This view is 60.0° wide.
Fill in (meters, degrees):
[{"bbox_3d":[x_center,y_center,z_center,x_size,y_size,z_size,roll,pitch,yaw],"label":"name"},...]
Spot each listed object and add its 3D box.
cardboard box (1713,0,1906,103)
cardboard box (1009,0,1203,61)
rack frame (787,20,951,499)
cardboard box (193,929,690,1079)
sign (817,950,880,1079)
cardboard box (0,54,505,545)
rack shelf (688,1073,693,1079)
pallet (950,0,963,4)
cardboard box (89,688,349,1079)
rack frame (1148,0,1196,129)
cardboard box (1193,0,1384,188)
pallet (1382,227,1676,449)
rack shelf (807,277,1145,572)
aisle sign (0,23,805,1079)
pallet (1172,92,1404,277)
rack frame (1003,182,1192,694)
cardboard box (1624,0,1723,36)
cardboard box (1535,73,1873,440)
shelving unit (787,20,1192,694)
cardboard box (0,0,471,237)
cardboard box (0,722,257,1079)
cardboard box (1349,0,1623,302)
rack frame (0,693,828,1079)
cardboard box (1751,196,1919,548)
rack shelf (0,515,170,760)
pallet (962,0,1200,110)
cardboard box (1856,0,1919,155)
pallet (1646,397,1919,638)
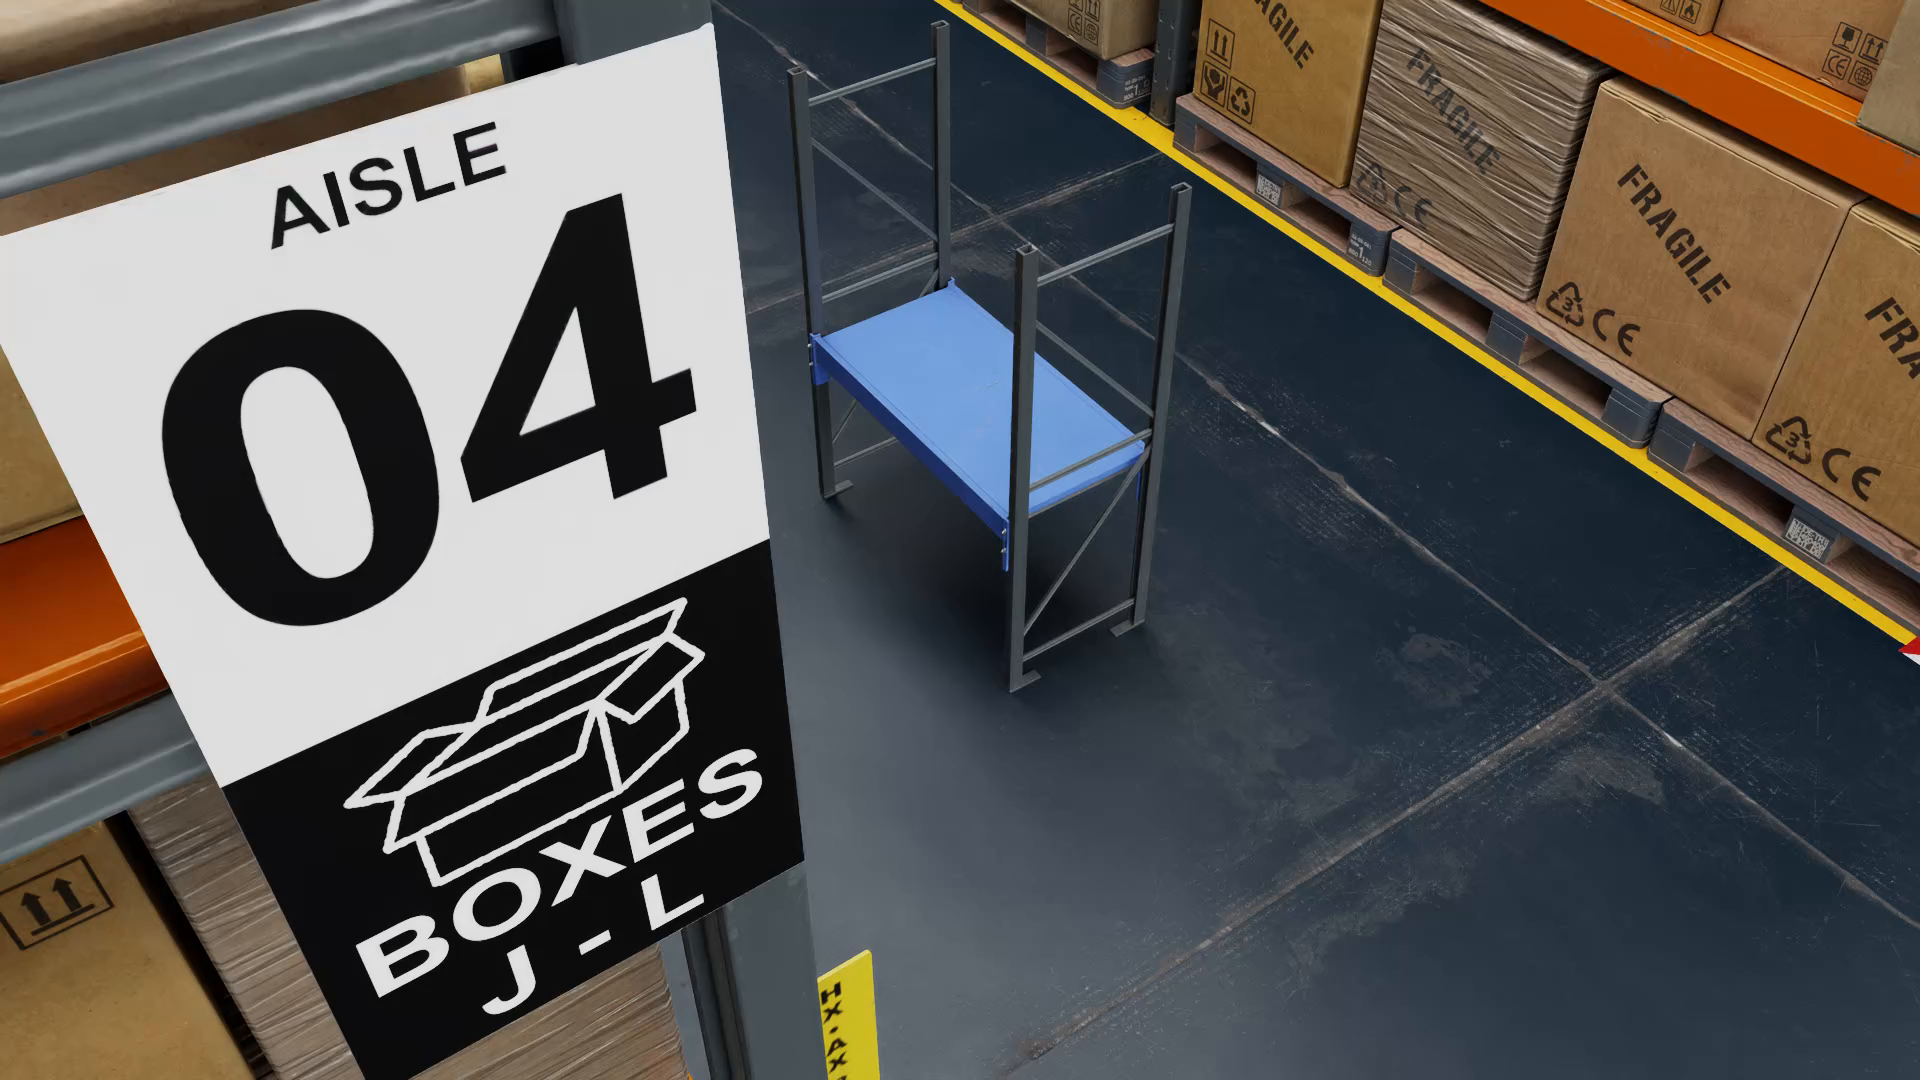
[{"bbox_3d":[2.745,-1.719,4.770,0.875,0.550,0.550,-26,49,-24],"label":"cardboard box"},{"bbox_3d":[0.828,-2.723,7.255,1.050,0.750,0.750,-26,49,-25],"label":"cardboard box"},{"bbox_3d":[-0.242,-0.782,4.983,0.500,1.500,0.032,-26,49,-24],"label":"rack frame"},{"bbox_3d":[-0.873,0.633,2.127,0.875,0.500,0.500,-26,49,-24],"label":"cardboard box"},{"bbox_3d":[-0.136,0.571,1.852,0.100,0.325,0.005,-26,49,-24],"label":"sign"},{"bbox_3d":[-0.645,-0.307,1.335,0.500,0.250,0.500,-24,49,-23],"label":"cardboard box"},{"bbox_3d":[-1.725,0.226,3.362,1.077,0.370,4.000,-26,49,-24],"label":"rack shelf"},{"bbox_3d":[0.051,-3.159,8.406,1.003,0.211,1.213,-26,49,-24],"label":"pallet"},{"bbox_3d":[-0.672,0.174,1.883,0.500,0.500,0.500,-26,49,-24],"label":"cardboard box"},{"bbox_3d":[1.256,-3.069,6.292,1.000,3.000,0.127,-26,49,-24],"label":"rack frame"},{"bbox_3d":[1.559,-2.068,6.479,0.875,0.875,0.875,-25,49,-24],"label":"cardboard box"},{"bbox_3d":[2.329,-0.907,6.047,1.003,0.211,1.213,-26,49,-24],"label":"pallet"},{"bbox_3d":[0.049,-0.364,4.806,0.538,0.185,1.000,-26,49,-24],"label":"rack shelf"},{"bbox_3d":[-0.300,0.075,1.116,0.394,0.787,0.004,-26,49,-24],"label":"aisle sign"},{"bbox_3d":[1.627,-1.598,6.772,1.003,0.211,1.213,-26,49,-24],"label":"pallet"},{"bbox_3d":[0.340,-0.206,4.380,0.500,1.500,0.032,-26,49,-24],"label":"rack frame"},{"bbox_3d":[2.408,-2.003,5.067,0.875,0.550,0.500,-26,49,-24],"label":"cardboard box"},{"bbox_3d":[2.598,-1.042,5.404,0.875,0.875,0.875,-26,50,-25],"label":"cardboard box"},{"bbox_3d":[0.049,-0.494,4.682,0.538,1.500,1.048,-26,49,-24],"label":"shelving unit"},{"bbox_3d":[-0.549,-0.323,1.064,0.380,0.149,0.250,-26,49,-25],"label":"cardboard box"},{"bbox_3d":[-1.099,0.380,1.668,0.500,0.500,0.500,-26,49,-24],"label":"cardboard box"},{"bbox_3d":[2.078,-1.559,5.946,0.875,0.875,0.875,-25,49,-24],"label":"cardboard box"},{"bbox_3d":[-0.581,1.099,1.927,1.000,3.000,0.127,-26,49,-24],"label":"rack frame"},{"bbox_3d":[3.103,-0.545,4.883,0.875,0.875,0.875,-25,49,-24],"label":"cardboard box"},{"bbox_3d":[-1.725,-0.859,2.326,1.077,0.370,4.000,-26,49,-24],"label":"rack shelf"},{"bbox_3d":[0.753,-2.467,7.682,1.003,0.211,1.213,-26,49,-24],"label":"pallet"},{"bbox_3d":[2.963,-1.353,4.386,0.875,0.550,0.550,-26,49,-24],"label":"cardboard box"},{"bbox_3d":[3.023,-0.217,5.324,1.003,0.211,1.213,-26,49,-24],"label":"pallet"}]
